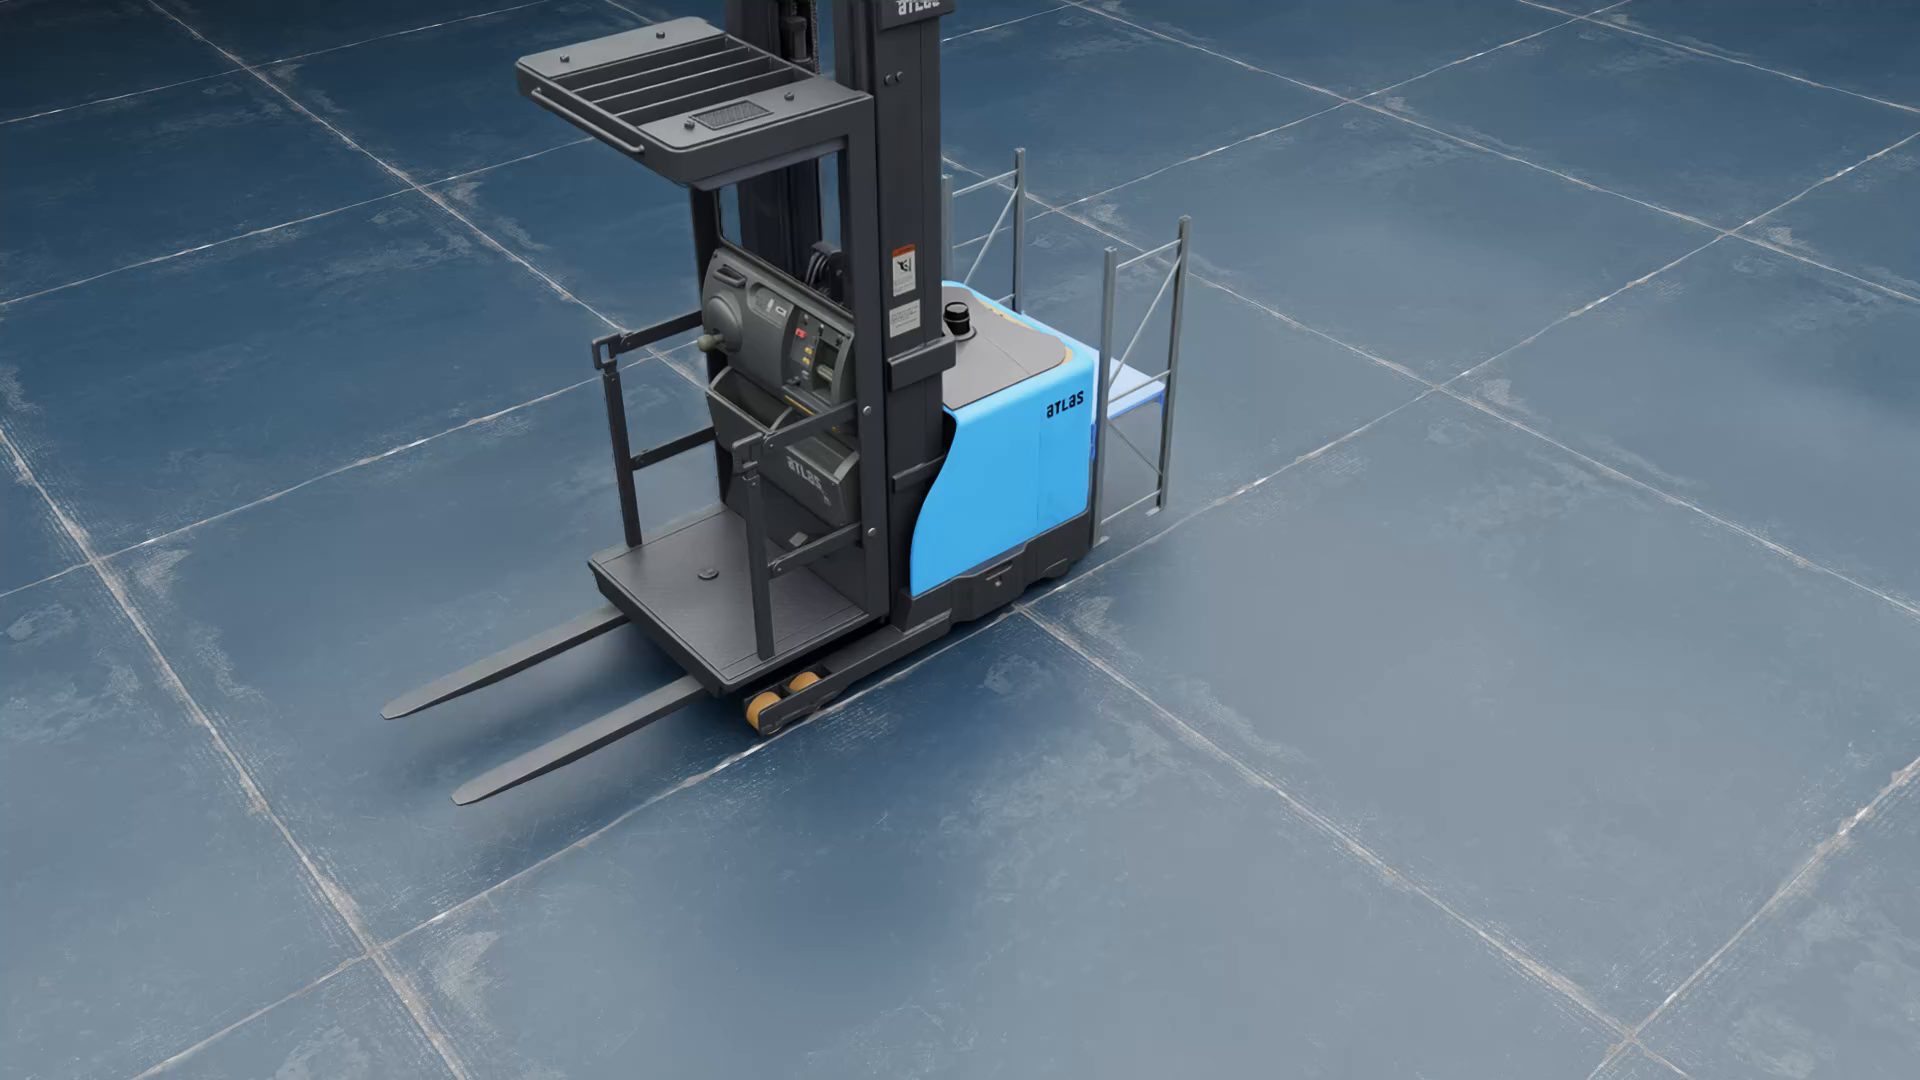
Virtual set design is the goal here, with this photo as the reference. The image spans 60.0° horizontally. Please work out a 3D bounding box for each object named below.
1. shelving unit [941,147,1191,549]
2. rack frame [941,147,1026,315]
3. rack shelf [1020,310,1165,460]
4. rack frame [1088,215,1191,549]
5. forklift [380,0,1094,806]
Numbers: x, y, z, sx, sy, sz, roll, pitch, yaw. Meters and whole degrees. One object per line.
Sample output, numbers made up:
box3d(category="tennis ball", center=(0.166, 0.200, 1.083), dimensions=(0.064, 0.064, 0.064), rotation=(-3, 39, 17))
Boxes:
box3d(category="shelving unit", center=(0.451, -0.893, 7.713), dimensions=(0.538, 1.500, 1.048), rotation=(-28, 44, -33))
box3d(category="rack frame", center=(0.110, -1.111, 8.021), dimensions=(0.500, 1.500, 0.032), rotation=(-28, 44, -33))
box3d(category="rack shelf", center=(0.451, -0.746, 7.817), dimensions=(0.538, 0.185, 1.000), rotation=(-28, 44, -33))
box3d(category="rack frame", center=(0.791, -0.675, 7.405), dimensions=(0.500, 1.500, 0.032), rotation=(-28, 44, -33))
box3d(category="forklift", center=(-0.871, -0.764, 6.293), dimensions=(3.031, 2.935, 1.130), rotation=(-26, 43, -32))
